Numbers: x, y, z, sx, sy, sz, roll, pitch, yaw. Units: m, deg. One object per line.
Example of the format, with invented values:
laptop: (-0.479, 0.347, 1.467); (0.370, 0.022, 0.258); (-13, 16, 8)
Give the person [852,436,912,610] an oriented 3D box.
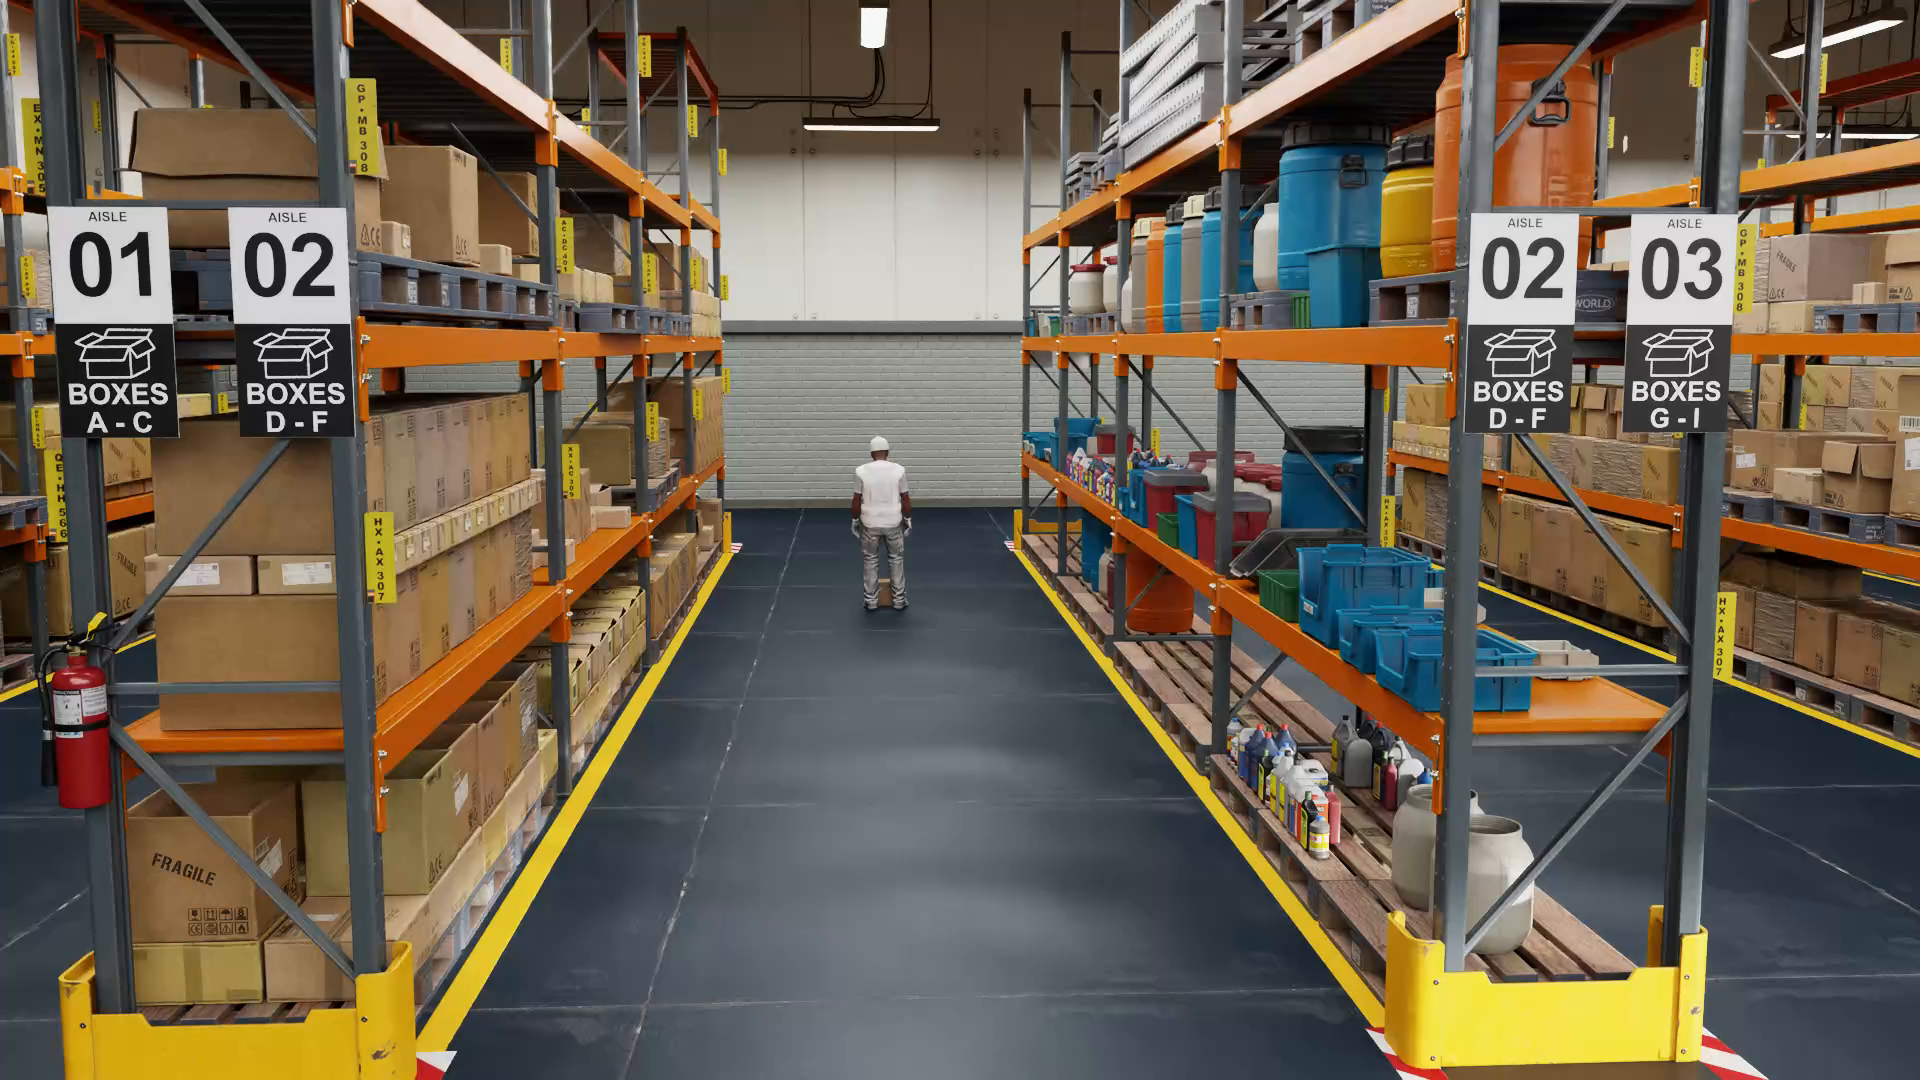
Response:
person: (-0.808, -0.178, 17.187); (0.616, 1.775, 0.447); (0, 7, -4)
